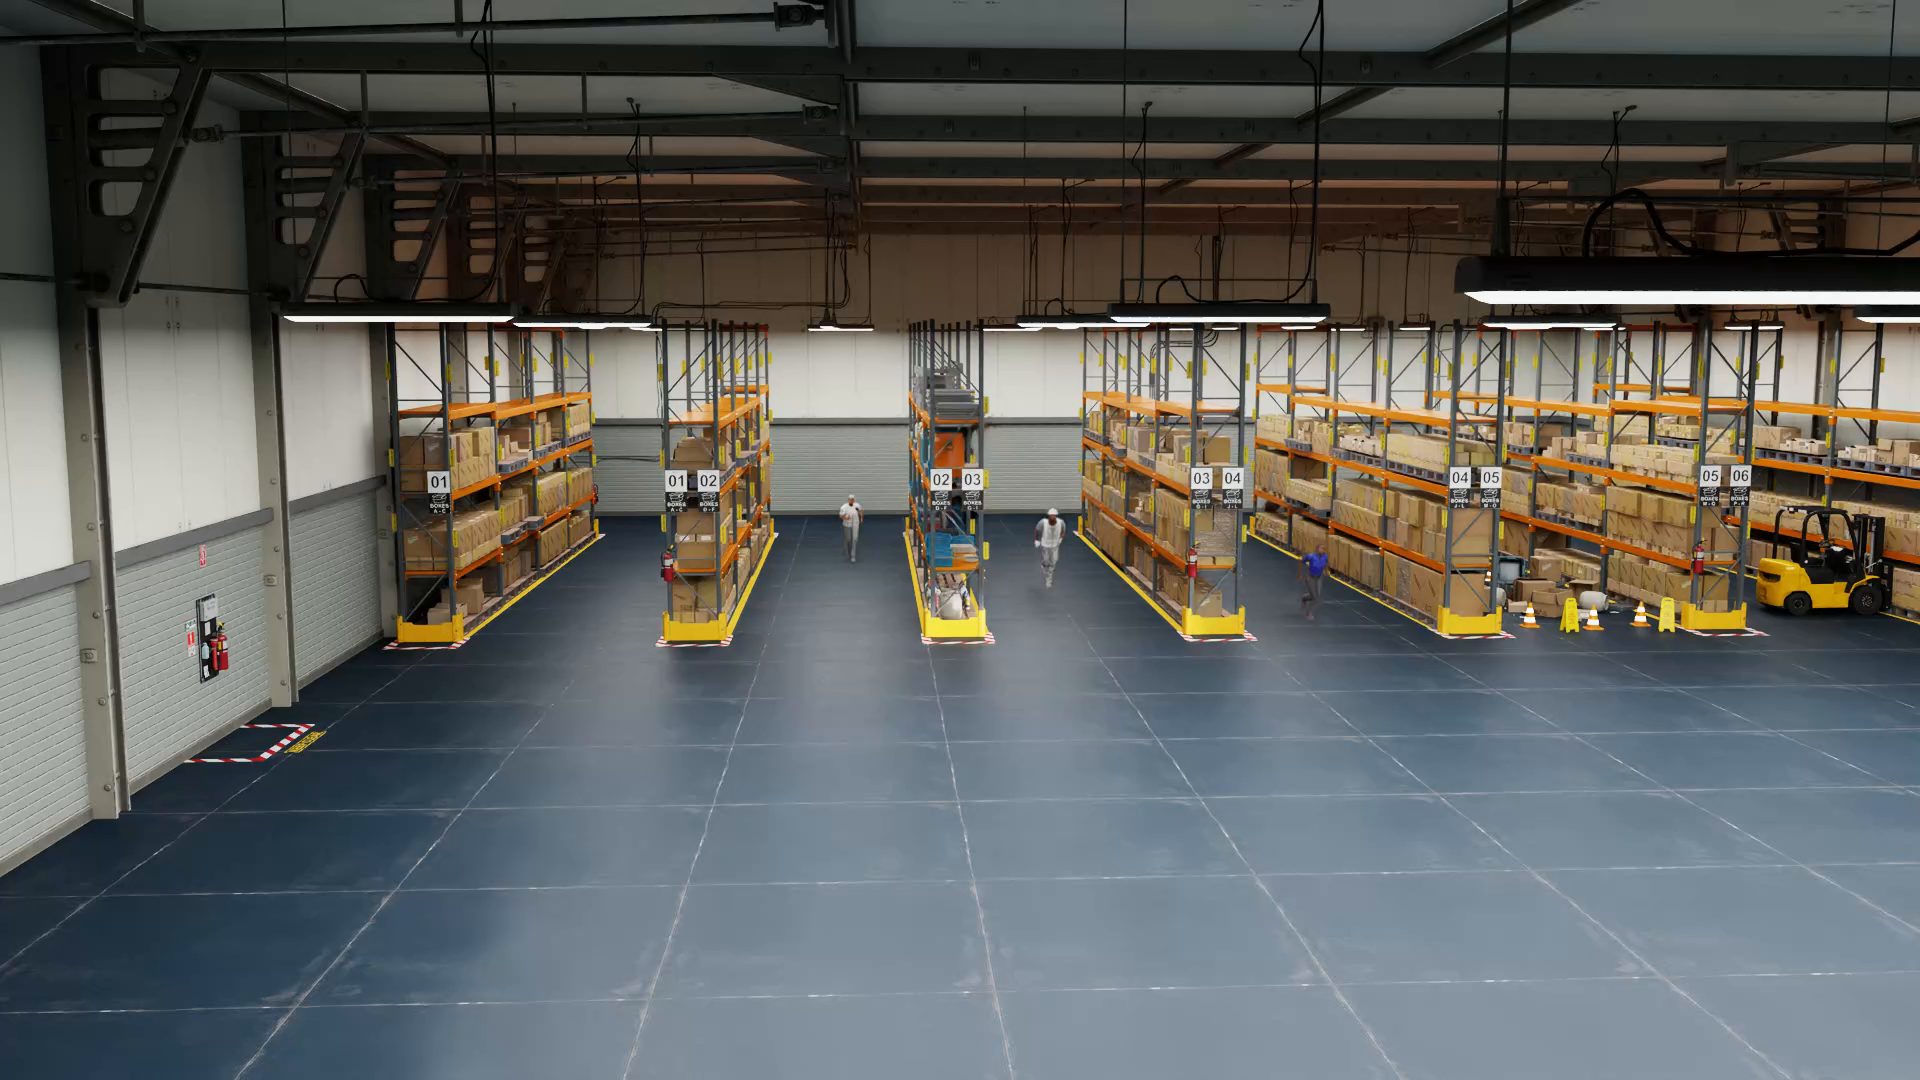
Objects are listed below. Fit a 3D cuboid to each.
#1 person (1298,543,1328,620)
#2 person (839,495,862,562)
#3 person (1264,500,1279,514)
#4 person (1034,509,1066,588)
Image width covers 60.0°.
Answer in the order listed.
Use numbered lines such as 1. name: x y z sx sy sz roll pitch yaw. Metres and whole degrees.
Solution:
1. person: 7.135 0.832 33.525 0.563 1.572 0.696 -3 8 -24
2. person: -2.778 -0.318 42.357 0.627 1.703 0.936 -1 7 -12
3. person: 9.286 -1.200 49.239 0.566 1.718 0.769 5 9 34
4. person: 1.951 0.150 36.058 0.678 1.720 0.817 -2 7 -13
